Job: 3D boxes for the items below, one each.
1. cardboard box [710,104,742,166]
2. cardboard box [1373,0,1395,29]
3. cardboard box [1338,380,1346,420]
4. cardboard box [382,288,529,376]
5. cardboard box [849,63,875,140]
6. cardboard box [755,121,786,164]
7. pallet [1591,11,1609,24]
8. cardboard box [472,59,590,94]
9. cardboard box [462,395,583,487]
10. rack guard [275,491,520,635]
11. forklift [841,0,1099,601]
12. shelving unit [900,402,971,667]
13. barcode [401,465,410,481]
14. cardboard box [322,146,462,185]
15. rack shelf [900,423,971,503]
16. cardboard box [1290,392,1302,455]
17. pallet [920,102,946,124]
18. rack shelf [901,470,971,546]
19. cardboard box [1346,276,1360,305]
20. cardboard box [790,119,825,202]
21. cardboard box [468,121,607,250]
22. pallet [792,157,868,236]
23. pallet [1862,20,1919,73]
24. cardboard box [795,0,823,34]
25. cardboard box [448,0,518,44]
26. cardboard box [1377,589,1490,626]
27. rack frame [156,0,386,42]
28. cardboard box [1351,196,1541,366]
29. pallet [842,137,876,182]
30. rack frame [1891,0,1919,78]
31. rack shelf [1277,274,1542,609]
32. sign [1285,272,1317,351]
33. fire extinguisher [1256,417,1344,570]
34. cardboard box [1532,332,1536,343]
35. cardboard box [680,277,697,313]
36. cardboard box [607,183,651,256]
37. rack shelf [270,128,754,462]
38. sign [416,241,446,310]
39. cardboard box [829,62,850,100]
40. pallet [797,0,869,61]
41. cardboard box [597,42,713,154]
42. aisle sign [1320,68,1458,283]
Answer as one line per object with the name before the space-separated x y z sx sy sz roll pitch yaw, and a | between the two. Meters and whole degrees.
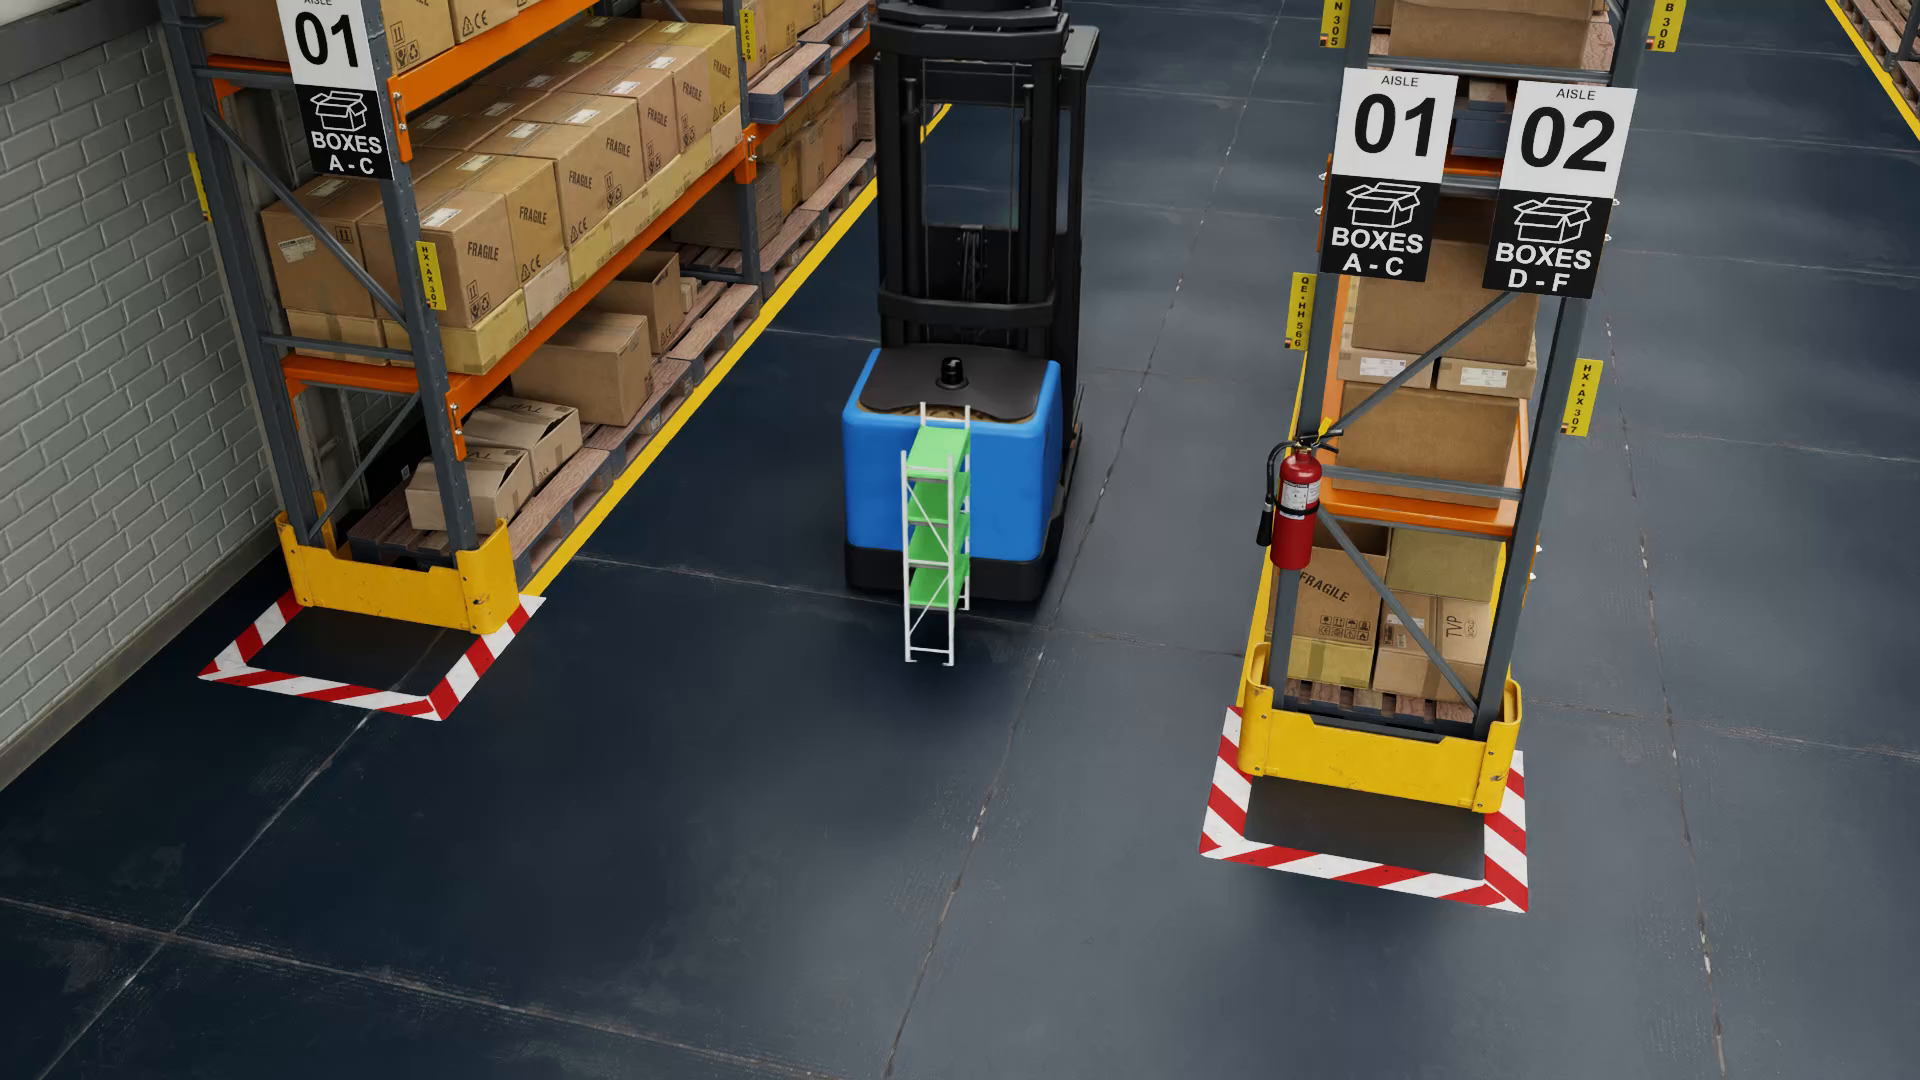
cardboard box | -1.734 -2.637 10.723 0.500 0.250 0.500 8 33 12
cardboard box | 1.908 -2.303 6.898 0.500 0.250 0.500 8 33 12
cardboard box | 2.130 -0.786 7.598 0.700 0.500 0.500 9 34 14
cardboard box | -2.491 -1.058 8.240 0.500 0.250 0.500 7 33 11
cardboard box | -1.024 -3.805 14.359 0.700 0.500 0.500 8 33 13
cardboard box | -1.627 -3.039 12.456 0.500 0.250 0.500 7 33 11
pallet | 2.383 -2.458 7.606 1.003 0.211 1.213 8 33 12
cardboard box | -2.495 -2.499 9.807 0.500 0.500 0.500 9 34 14
cardboard box | -2.514 -0.597 9.489 0.500 0.311 0.500 11 34 16
rack guard | -2.902 0.112 8.607 1.175 0.500 0.348 8 33 12
forklift | 0.142 -1.696 9.186 1.130 2.935 3.031 5 33 8
shelving unit | -0.112 -0.020 8.164 0.258 1.200 0.503 5 33 8
barcode | -3.041 -0.369 9.121 0.001 0.075 0.075 8 33 12
cardboard box | -2.870 -1.698 8.547 0.500 0.500 0.500 8 33 13
rack shelf | -0.112 -0.372 7.940 0.258 0.148 0.480 5 33 8
cardboard box | 1.959 -0.404 8.561 0.500 0.500 0.500 8 33 12
pallet | -0.618 -4.277 15.780 1.003 0.211 1.213 8 33 12
rack shelf | -0.112 -0.169 8.069 0.258 0.148 0.480 5 33 8
cardboard box | 1.913 -1.039 7.391 0.380 0.149 0.250 8 33 12
cardboard box | -1.485 -3.028 13.137 0.700 0.500 0.500 8 33 13
cardboard box | -2.237 -1.894 8.855 0.500 0.500 0.500 7 33 11
pallet | -1.403 -2.841 13.523 1.003 0.211 1.213 8 33 12
pallet | 9.856 -4.991 16.905 1.003 0.211 1.213 8 33 12
cardboard box | -1.459 -4.101 12.402 0.700 0.500 0.500 13 35 19
cardboard box | -2.424 -2.633 7.688 0.500 0.500 0.500 10 34 16
cardboard box | 2.345 0.245 8.241 0.500 0.250 0.500 8 33 12
rack frame | -2.922 -3.435 6.265 1.000 3.000 0.127 8 33 12
cardboard box | 2.015 -1.088 6.863 0.700 0.500 0.500 8 33 13
pallet | -1.091 -3.472 14.515 1.003 0.211 1.213 8 33 12
rack frame | 9.706 -5.781 15.548 1.000 3.000 0.127 8 33 12
rack shelf | 2.378 -0.965 8.642 1.077 0.370 4.000 8 33 12
sign | 1.350 -0.900 6.570 0.100 0.325 0.005 8 33 12
fire extinguisher | 1.392 -0.200 6.841 0.296 0.674 0.183 8 33 12
cardboard box | 2.243 -0.858 7.106 0.380 0.149 0.250 7 33 11
cardboard box | -2.013 -1.687 11.339 0.380 0.166 0.250 4 33 6
cardboard box | -2.107 -1.855 9.493 0.500 0.250 0.500 8 33 13
rack shelf | -2.414 -1.637 9.700 1.077 0.370 4.000 8 33 12
sign | -2.397 -1.195 7.526 0.100 0.325 0.005 8 33 12
cardboard box | -1.229 -3.834 13.706 0.500 0.250 0.500 9 33 13
pallet | -1.354 -3.941 12.832 1.003 0.211 1.213 8 33 12
cardboard box | -1.848 -2.693 10.113 0.500 0.500 0.500 8 33 12
aisle sign | 1.570 -1.334 6.129 0.394 0.787 0.004 8 33 12
